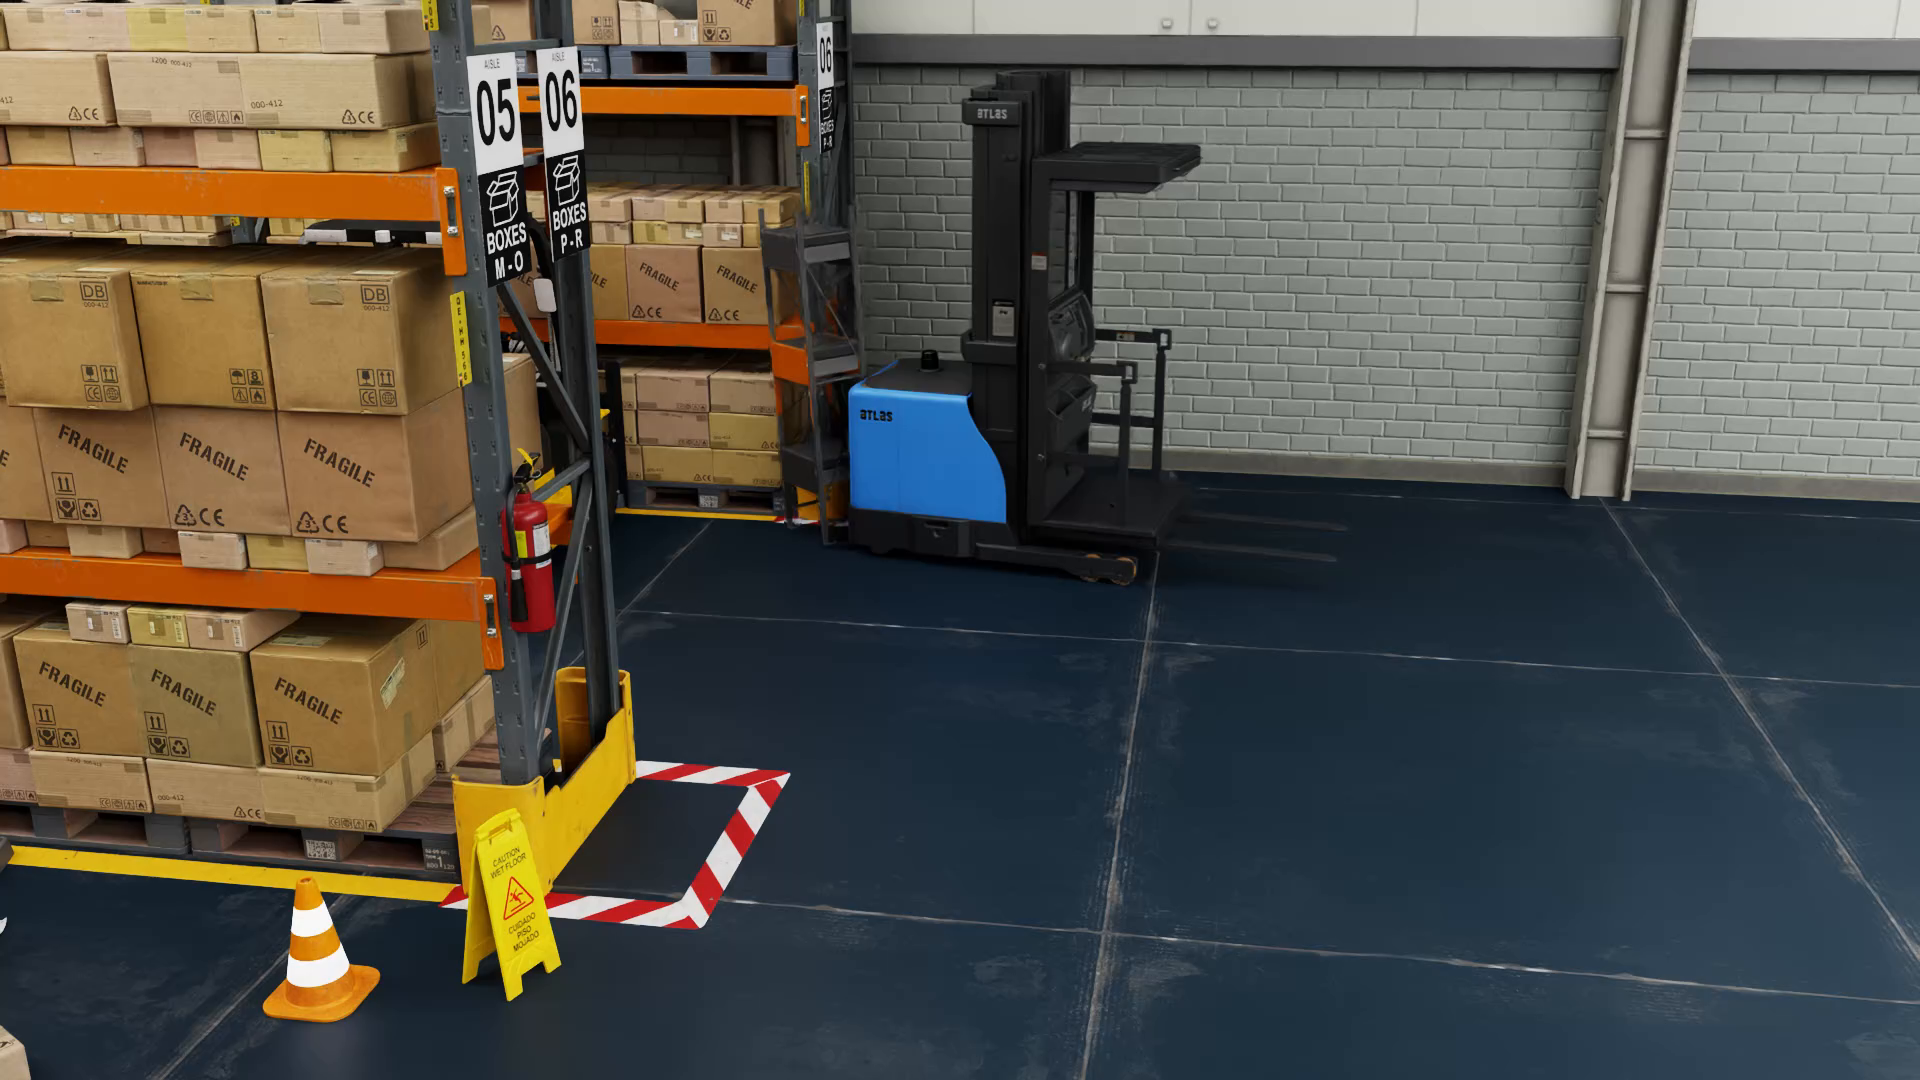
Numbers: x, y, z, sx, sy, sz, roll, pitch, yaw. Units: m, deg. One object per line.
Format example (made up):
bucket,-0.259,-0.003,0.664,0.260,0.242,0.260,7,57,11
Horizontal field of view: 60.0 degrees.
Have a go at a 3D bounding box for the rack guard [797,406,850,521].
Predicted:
rack guard,-0.845,-0.551,11.662,0.348,0.500,1.175,3,19,9

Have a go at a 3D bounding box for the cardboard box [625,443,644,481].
cardboard box,-2.365,-0.614,11.581,0.500,0.250,0.500,3,19,9

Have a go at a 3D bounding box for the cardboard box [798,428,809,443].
cardboard box,-1.323,-0.719,11.896,0.500,0.250,0.500,3,19,9

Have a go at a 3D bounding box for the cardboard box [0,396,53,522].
cardboard box,-3.717,-0.396,6.634,0.500,0.500,0.500,3,19,9

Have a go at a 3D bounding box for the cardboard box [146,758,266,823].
cardboard box,-3.004,0.937,6.946,0.500,0.250,0.500,3,19,9

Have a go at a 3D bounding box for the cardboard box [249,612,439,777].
cardboard box,-2.485,0.608,6.748,0.500,0.500,0.500,3,19,9

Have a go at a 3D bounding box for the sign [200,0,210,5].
sign,-4.895,-3.585,10.753,0.005,0.325,0.100,3,19,9

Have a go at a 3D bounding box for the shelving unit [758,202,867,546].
shelving unit,-0.896,-1.057,10.597,0.431,2.100,0.503,-14,20,-31

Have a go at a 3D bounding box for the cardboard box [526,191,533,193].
cardboard box,-3.017,-2.279,11.239,0.250,0.149,0.380,3,19,9

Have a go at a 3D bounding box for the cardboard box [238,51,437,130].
cardboard box,-2.201,-1.616,5.946,0.500,0.250,0.500,3,19,8

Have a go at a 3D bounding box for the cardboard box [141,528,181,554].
cardboard box,-3.063,-0.073,6.690,0.250,0.149,0.380,3,19,9

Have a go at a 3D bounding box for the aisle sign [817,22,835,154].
aisle sign,-0.851,-2.875,10.572,0.004,0.787,0.394,3,19,9

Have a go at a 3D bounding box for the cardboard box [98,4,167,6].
cardboard box,-3.200,-2.043,6.592,0.250,0.149,0.380,3,19,10

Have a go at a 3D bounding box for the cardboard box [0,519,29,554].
cardboard box,-3.827,-0.077,6.702,0.250,0.149,0.380,3,19,8

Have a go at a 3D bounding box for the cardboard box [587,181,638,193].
cardboard box,-2.432,-2.417,11.650,0.250,0.149,0.380,2,19,7

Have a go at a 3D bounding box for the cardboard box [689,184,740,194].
cardboard box,-1.683,-2.350,11.451,0.250,0.149,0.380,3,19,10

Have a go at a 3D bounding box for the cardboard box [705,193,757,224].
cardboard box,-1.504,-2.188,10.968,0.250,0.149,0.380,3,19,9

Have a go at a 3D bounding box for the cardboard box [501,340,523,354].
cardboard box,-3.302,-1.294,12.038,0.500,0.250,0.500,3,19,9

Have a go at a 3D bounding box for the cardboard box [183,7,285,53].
cardboard box,-2.537,-1.821,5.929,0.250,0.149,0.380,3,19,8

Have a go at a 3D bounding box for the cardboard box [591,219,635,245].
cardboard box,-2.273,-2.073,11.091,0.250,0.149,0.380,2,19,7

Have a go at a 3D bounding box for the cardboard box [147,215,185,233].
cardboard box,-5.449,-2.249,11.617,0.250,0.149,0.380,3,19,8

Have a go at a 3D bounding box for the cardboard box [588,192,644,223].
cardboard box,-2.276,-2.207,11.024,0.250,0.149,0.380,3,19,10

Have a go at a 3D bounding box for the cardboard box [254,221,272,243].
cardboard box,-5.279,-2.211,12.132,0.500,0.250,0.500,3,19,8

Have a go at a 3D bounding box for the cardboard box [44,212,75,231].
cardboard box,-6.211,-2.282,11.717,0.250,0.149,0.380,2,19,7

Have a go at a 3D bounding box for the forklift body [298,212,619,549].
forklift body,-3.031,-0.859,9.981,1.214,2.155,2.313,3,19,9

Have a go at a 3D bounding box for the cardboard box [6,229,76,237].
cardboard box,-6.357,-2.101,11.803,0.500,0.250,0.500,3,19,10

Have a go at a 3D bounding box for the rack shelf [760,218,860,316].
rack shelf,-0.935,-1.711,10.393,0.431,0.518,0.480,-14,20,-31

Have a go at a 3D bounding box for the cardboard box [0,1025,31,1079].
cardboard box,-3.266,1.736,5.379,0.250,0.149,0.380,14,23,37

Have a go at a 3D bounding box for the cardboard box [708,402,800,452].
cardboard box,-1.399,-0.797,11.340,0.500,0.250,0.500,3,19,8

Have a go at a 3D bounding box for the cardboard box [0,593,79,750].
cardboard box,-4.020,0.530,6.983,0.500,0.500,0.500,4,19,12

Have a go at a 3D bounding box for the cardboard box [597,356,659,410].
cardboard box,-2.378,-1.079,11.395,0.500,0.250,0.500,3,19,9

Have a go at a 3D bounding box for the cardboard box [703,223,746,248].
cardboard box,-1.513,-2.026,10.951,0.250,0.149,0.380,3,19,10

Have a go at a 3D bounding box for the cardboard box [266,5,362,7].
cardboard box,-2.459,-1.985,6.421,0.250,0.149,0.380,3,19,9

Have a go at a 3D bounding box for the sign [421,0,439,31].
sign,-1.760,-1.852,5.488,0.005,0.325,0.100,3,19,9

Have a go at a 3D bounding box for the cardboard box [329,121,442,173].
cardboard box,-2.049,-1.416,5.977,0.250,0.149,0.380,3,19,9

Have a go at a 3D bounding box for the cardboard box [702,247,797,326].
cardboard box,-1.396,-1.728,11.081,0.500,0.500,0.500,3,19,7

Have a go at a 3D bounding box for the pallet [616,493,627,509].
pallet,-2.832,-0.503,11.973,1.213,0.211,1.003,3,19,9

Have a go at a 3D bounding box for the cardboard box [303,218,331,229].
cardboard box,-4.289,-2.183,11.420,0.250,0.149,0.380,3,19,10

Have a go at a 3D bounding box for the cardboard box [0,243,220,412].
cardboard box,-3.210,-0.824,6.335,0.500,0.500,0.700,3,19,8

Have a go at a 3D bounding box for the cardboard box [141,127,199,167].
cardboard box,-2.797,-1.476,6.156,0.250,0.149,0.380,3,19,9

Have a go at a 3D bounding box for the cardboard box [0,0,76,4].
cardboard box,-6.329,-3.564,11.323,0.500,0.311,0.500,2,19,7

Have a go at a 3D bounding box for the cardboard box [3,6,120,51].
cardboard box,-3.274,-1.885,6.123,0.250,0.149,0.380,2,19,7

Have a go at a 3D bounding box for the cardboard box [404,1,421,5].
cardboard box,-3.401,-3.374,10.826,0.258,0.266,0.396,2,19,7

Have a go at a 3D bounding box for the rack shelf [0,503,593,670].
rack shelf,-3.627,0.058,7.036,4.000,0.370,1.077,3,19,9

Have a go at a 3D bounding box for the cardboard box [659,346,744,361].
cardboard box,-1.807,-1.215,11.801,0.500,0.250,0.500,3,19,9

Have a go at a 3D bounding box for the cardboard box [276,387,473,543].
cardboard box,-2.232,-0.312,6.382,0.500,0.500,0.500,3,19,8

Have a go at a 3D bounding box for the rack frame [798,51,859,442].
rack frame,-0.869,-1.738,11.269,0.127,3.000,1.000,3,19,9

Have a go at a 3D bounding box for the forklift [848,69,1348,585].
forklift,0.868,-1.307,10.091,3.031,2.935,1.130,6,19,17

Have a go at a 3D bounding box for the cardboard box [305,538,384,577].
cardboard box,-2.323,0.007,6.451,0.250,0.149,0.380,3,19,8

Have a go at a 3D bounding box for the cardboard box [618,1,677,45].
cardboard box,-1.986,-3.302,10.610,0.258,0.266,0.396,3,19,9

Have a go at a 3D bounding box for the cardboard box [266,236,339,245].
cardboard box,-4.422,-1.882,11.544,0.500,0.500,0.500,2,19,7

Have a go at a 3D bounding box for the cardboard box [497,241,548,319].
cardboard box,-2.911,-1.804,11.310,0.500,0.500,0.500,3,19,9

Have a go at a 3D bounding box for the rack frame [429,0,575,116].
rack frame,-1.653,-3.027,5.669,0.127,3.000,1.000,3,19,9

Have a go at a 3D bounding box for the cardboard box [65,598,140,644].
cardboard box,-3.366,0.276,6.719,0.250,0.149,0.380,4,19,11

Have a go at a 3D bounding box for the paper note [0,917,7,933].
paper note,-3.719,1.485,6.317,0.148,0.019,0.142,-3,19,-10

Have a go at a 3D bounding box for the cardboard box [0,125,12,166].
cardboard box,-3.573,-1.479,6.166,0.250,0.149,0.380,3,19,8

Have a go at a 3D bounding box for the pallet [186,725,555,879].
pallet,-2.524,1.084,7.230,1.213,0.211,1.003,3,19,9
